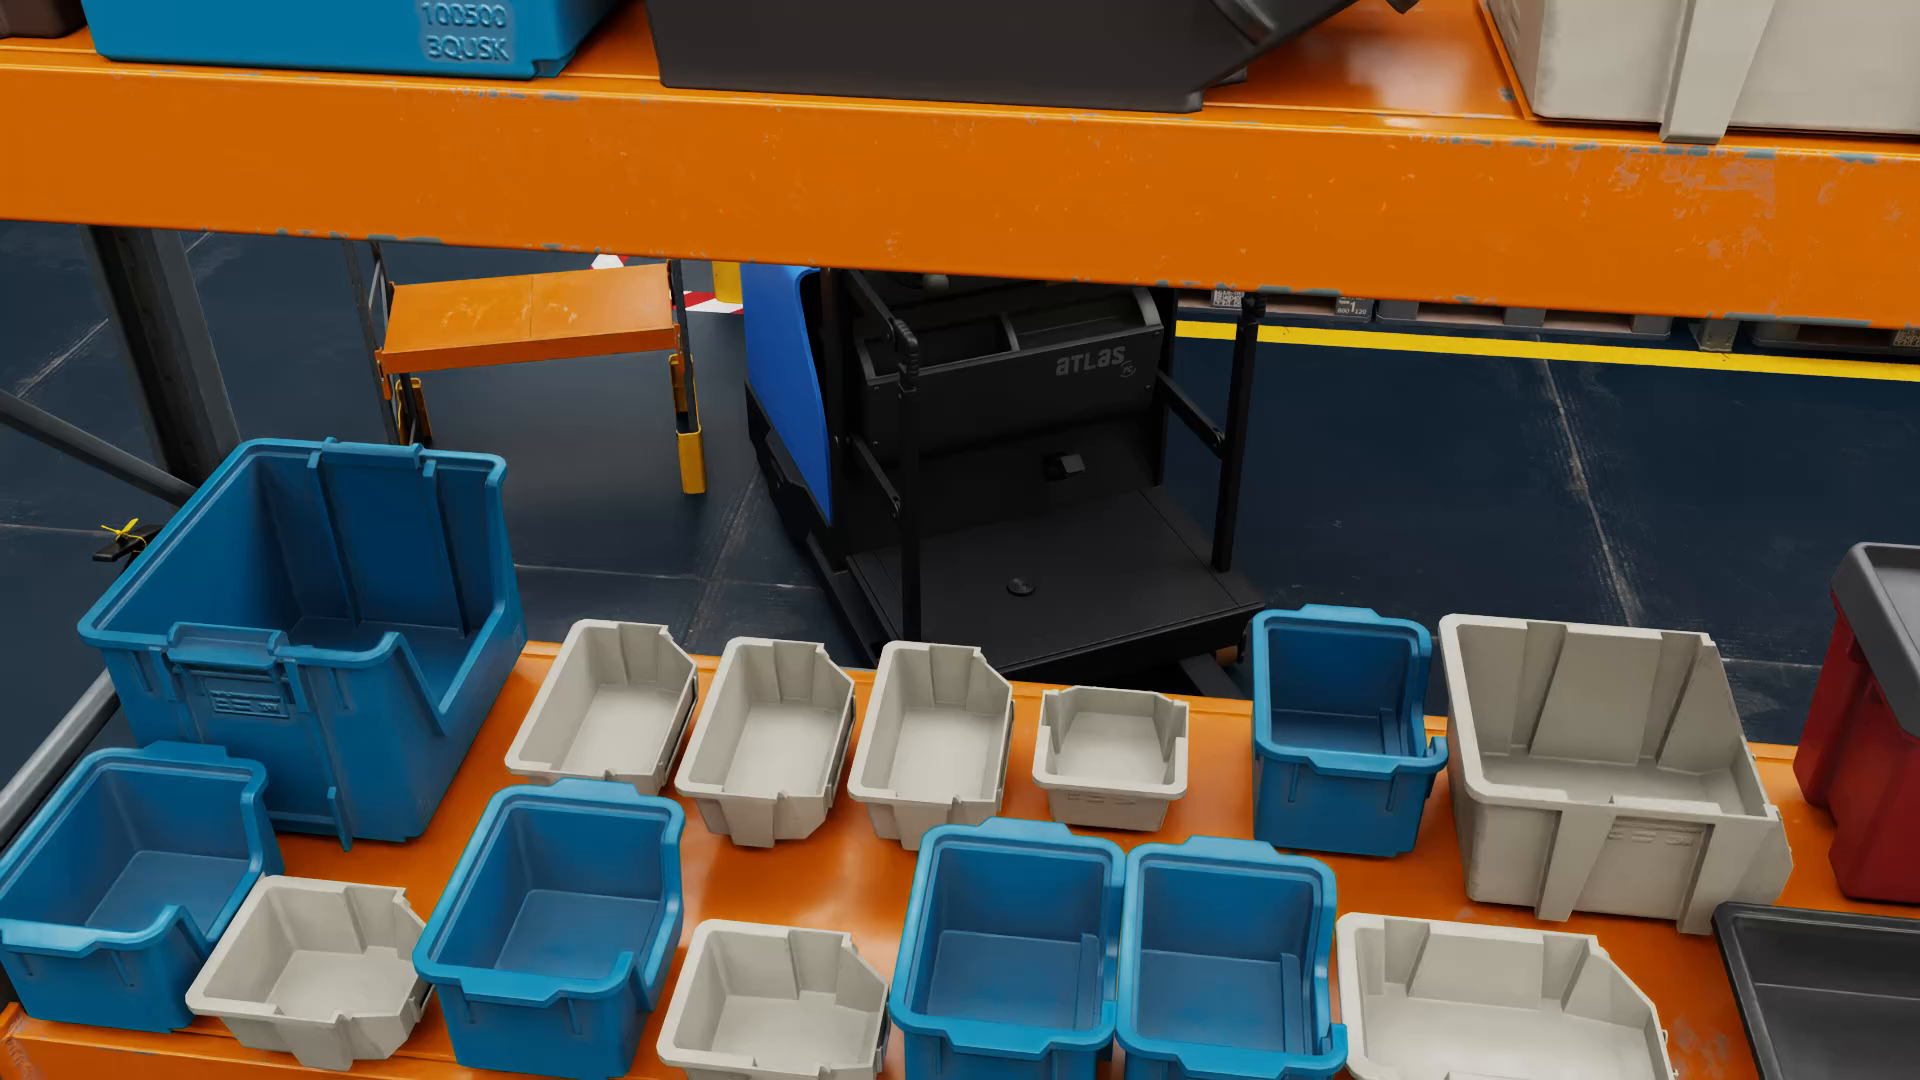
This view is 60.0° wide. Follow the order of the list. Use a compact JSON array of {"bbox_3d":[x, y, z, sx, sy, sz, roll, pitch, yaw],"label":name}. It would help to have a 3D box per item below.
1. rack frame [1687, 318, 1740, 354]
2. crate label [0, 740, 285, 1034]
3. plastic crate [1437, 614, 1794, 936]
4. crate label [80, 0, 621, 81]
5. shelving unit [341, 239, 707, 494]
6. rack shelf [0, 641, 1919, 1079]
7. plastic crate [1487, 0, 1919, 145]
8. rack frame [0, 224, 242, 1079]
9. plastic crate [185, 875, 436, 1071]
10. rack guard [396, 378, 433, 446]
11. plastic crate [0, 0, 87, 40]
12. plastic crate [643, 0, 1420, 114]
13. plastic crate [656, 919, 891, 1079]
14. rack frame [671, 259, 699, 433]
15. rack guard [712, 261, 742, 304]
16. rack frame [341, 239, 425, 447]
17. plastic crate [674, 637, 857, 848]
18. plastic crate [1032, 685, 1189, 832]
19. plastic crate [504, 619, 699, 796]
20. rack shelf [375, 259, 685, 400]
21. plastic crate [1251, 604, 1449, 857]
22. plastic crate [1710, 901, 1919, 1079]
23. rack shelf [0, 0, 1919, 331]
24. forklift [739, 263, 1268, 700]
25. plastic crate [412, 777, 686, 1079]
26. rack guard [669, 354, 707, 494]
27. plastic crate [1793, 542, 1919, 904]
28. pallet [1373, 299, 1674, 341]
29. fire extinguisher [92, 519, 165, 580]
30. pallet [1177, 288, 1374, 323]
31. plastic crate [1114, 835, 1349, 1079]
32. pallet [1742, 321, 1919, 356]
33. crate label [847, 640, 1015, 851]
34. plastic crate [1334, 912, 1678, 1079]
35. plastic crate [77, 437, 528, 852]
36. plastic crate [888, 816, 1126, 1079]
[{"bbox_3d":[3.163,-2.276,6.357,0.127,3.000,1.000,4,36,6],"label":"rack frame"},{"bbox_3d":[-1.233,0.533,2.513,0.303,0.233,0.416,4,36,6],"label":"crate label"},{"bbox_3d":[1.041,0.382,2.683,0.530,0.282,0.437,4,36,6],"label":"plastic crate"},{"bbox_3d":[-0.562,-0.624,1.589,0.502,0.251,0.408,4,36,6],"label":"crate label"},{"bbox_3d":[-1.496,-0.891,5.708,1.083,1.500,0.587,-6,36,-9],"label":"shelving unit"},{"bbox_3d":[0.548,0.722,2.775,4.000,0.370,1.077,4,36,6],"label":"rack shelf"},{"bbox_3d":[0.723,-0.549,1.457,0.530,0.282,0.437,4,36,6],"label":"plastic crate"},{"bbox_3d":[-1.436,0.282,2.773,0.127,3.000,1.000,4,36,6],"label":"rack frame"},{"bbox_3d":[-0.925,0.644,2.441,0.298,0.136,0.250,4,36,6],"label":"plastic crate"},{"bbox_3d":[-1.985,-0.328,5.995,0.087,0.250,0.587,-6,36,-9],"label":"rack guard"},{"bbox_3d":[-1.089,-0.697,1.675,0.590,0.269,0.497,4,36,6],"label":"plastic crate"},{"bbox_3d":[0.045,-0.643,1.540,0.767,0.338,0.504,4,36,6],"label":"plastic crate"},{"bbox_3d":[-0.252,0.694,2.371,0.298,0.136,0.250,4,36,6],"label":"plastic crate"},{"bbox_3d":[-0.988,-0.948,5.787,0.032,1.500,0.500,-6,36,-9],"label":"rack frame"},{"bbox_3d":[-0.829,-1.557,7.501,0.348,0.500,1.175,4,36,6],"label":"rack guard"},{"bbox_3d":[-1.987,-0.837,5.632,0.032,1.500,0.500,-6,36,-9],"label":"rack frame"},{"bbox_3d":[-0.318,0.350,2.852,0.243,0.136,0.396,4,36,6],"label":"plastic crate"},{"bbox_3d":[0.257,0.368,2.828,0.250,0.136,0.298,4,36,6],"label":"plastic crate"},{"bbox_3d":[-0.604,0.320,2.894,0.243,0.136,0.396,4,36,6],"label":"plastic crate"},{"bbox_3d":[-1.487,-0.746,5.814,1.000,0.185,0.538,-6,36,-9],"label":"rack shelf"},{"bbox_3d":[0.634,0.329,2.799,0.300,0.233,0.416,4,36,6],"label":"plastic crate"},{"bbox_3d":[1.387,0.737,2.320,0.590,0.125,0.437,4,36,6],"label":"plastic crate"},{"bbox_3d":[0.548,-0.499,1.904,4.000,0.370,1.077,4,36,6],"label":"rack shelf"},{"bbox_3d":[0.227,-0.855,4.426,1.130,2.935,3.031,-13,37,-17],"label":"forklift"},{"bbox_3d":[-0.580,0.582,2.445,0.300,0.233,0.416,4,36,6],"label":"plastic crate"},{"bbox_3d":[-1.007,-0.437,6.147,0.087,0.250,0.587,-6,36,-9],"label":"rack guard"},{"bbox_3d":[1.678,0.316,2.618,0.583,0.464,0.402,4,36,6],"label":"plastic crate"},{"bbox_3d":[2.418,-1.243,7.309,1.213,0.211,1.003,4,36,6],"label":"pallet"},{"bbox_3d":[-1.527,0.192,3.287,0.183,0.674,0.296,4,36,6],"label":"fire extinguisher"},{"bbox_3d":[1.205,-1.331,7.434,1.213,0.211,1.003,4,36,6],"label":"pallet"},{"bbox_3d":[0.371,0.653,2.346,0.300,0.233,0.416,4,36,6],"label":"plastic crate"},{"bbox_3d":[3.938,-1.128,7.148,1.213,0.211,1.003,4,36,6],"label":"pallet"},{"bbox_3d":[-0.039,0.357,2.843,0.243,0.136,0.396,4,36,6],"label":"crate label"},{"bbox_3d":[0.766,0.705,2.356,0.466,0.136,0.293,4,36,6],"label":"plastic crate"},{"bbox_3d":[-1.080,0.160,2.862,0.499,0.435,0.616,4,36,6],"label":"plastic crate"},{"bbox_3d":[0.073,0.631,2.377,0.300,0.233,0.416,4,36,6],"label":"plastic crate"}]
